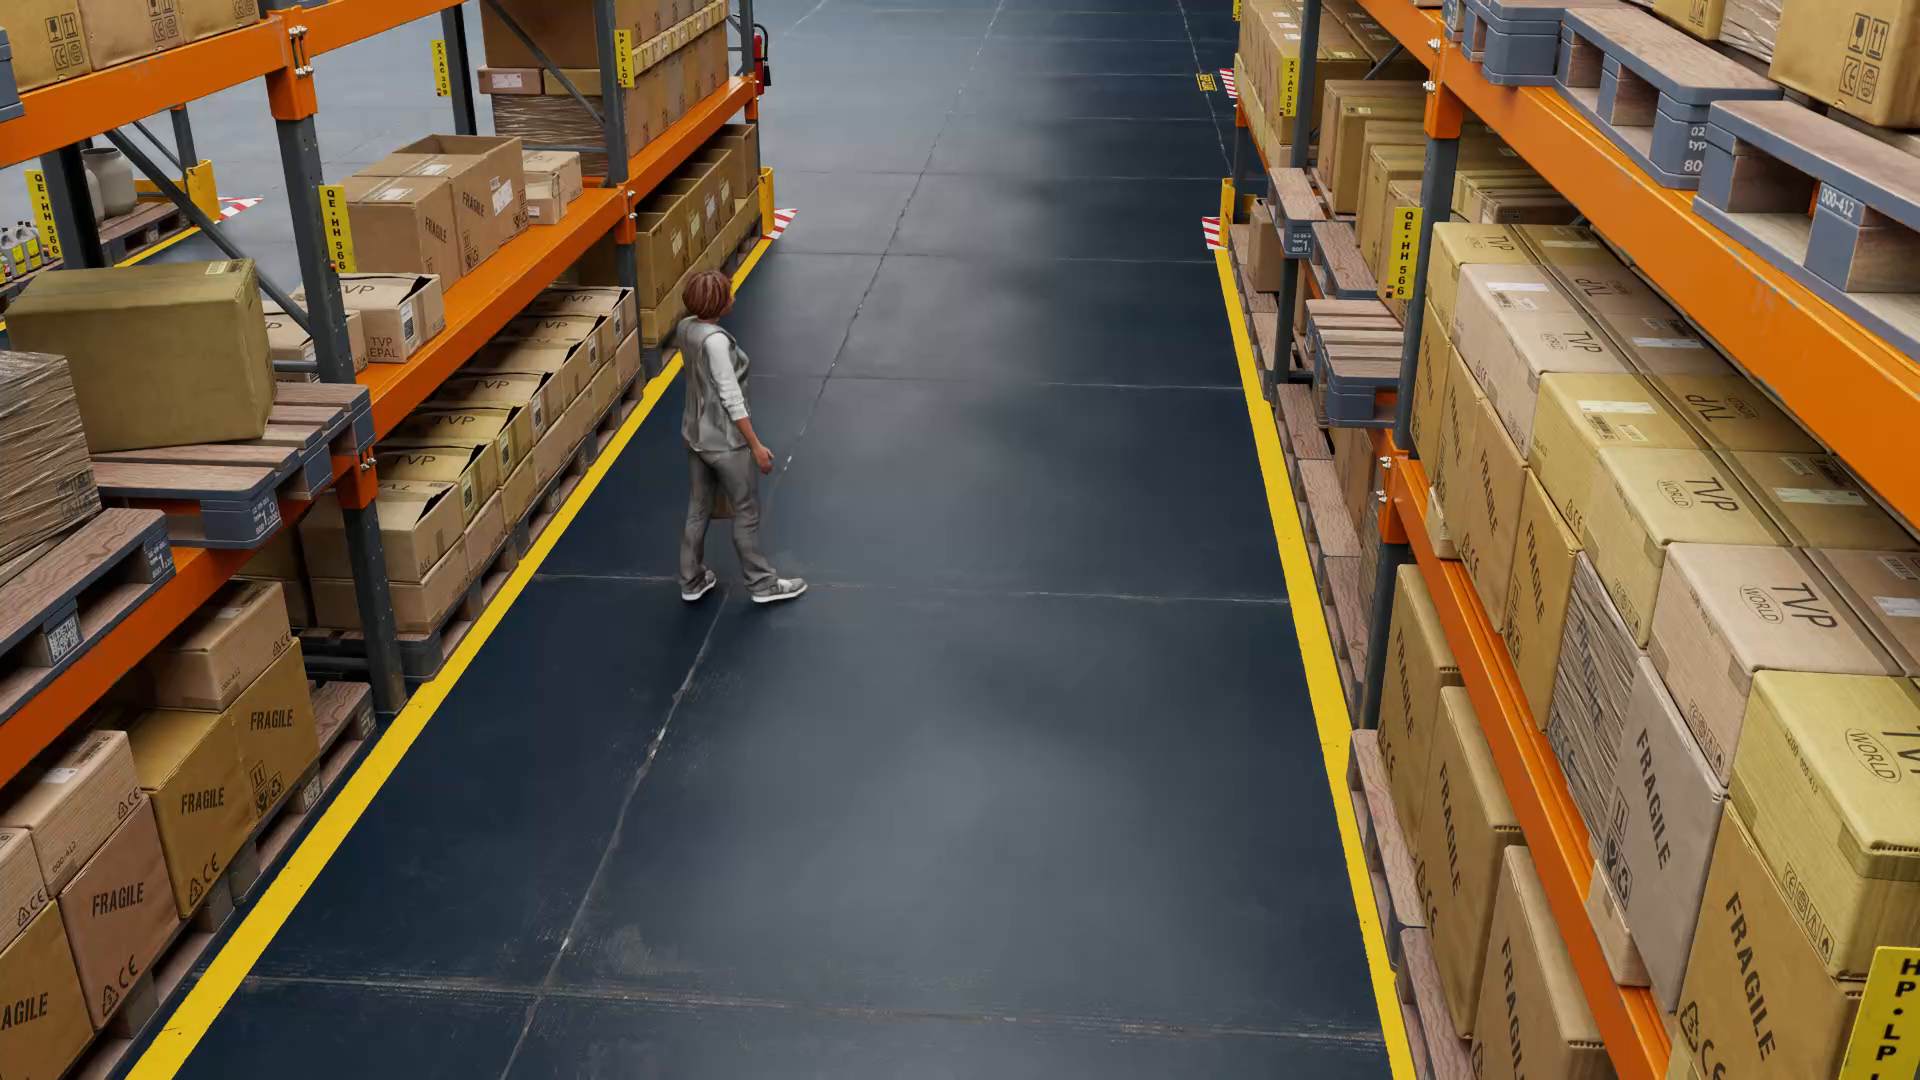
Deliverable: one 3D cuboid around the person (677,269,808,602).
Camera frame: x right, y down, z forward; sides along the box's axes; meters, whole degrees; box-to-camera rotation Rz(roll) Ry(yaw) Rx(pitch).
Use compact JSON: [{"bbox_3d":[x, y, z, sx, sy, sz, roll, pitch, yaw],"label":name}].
[{"bbox_3d":[-1.034,-0.457,7.567,0.565,1.590,0.547,-15,29,-29],"label":"person"}]
